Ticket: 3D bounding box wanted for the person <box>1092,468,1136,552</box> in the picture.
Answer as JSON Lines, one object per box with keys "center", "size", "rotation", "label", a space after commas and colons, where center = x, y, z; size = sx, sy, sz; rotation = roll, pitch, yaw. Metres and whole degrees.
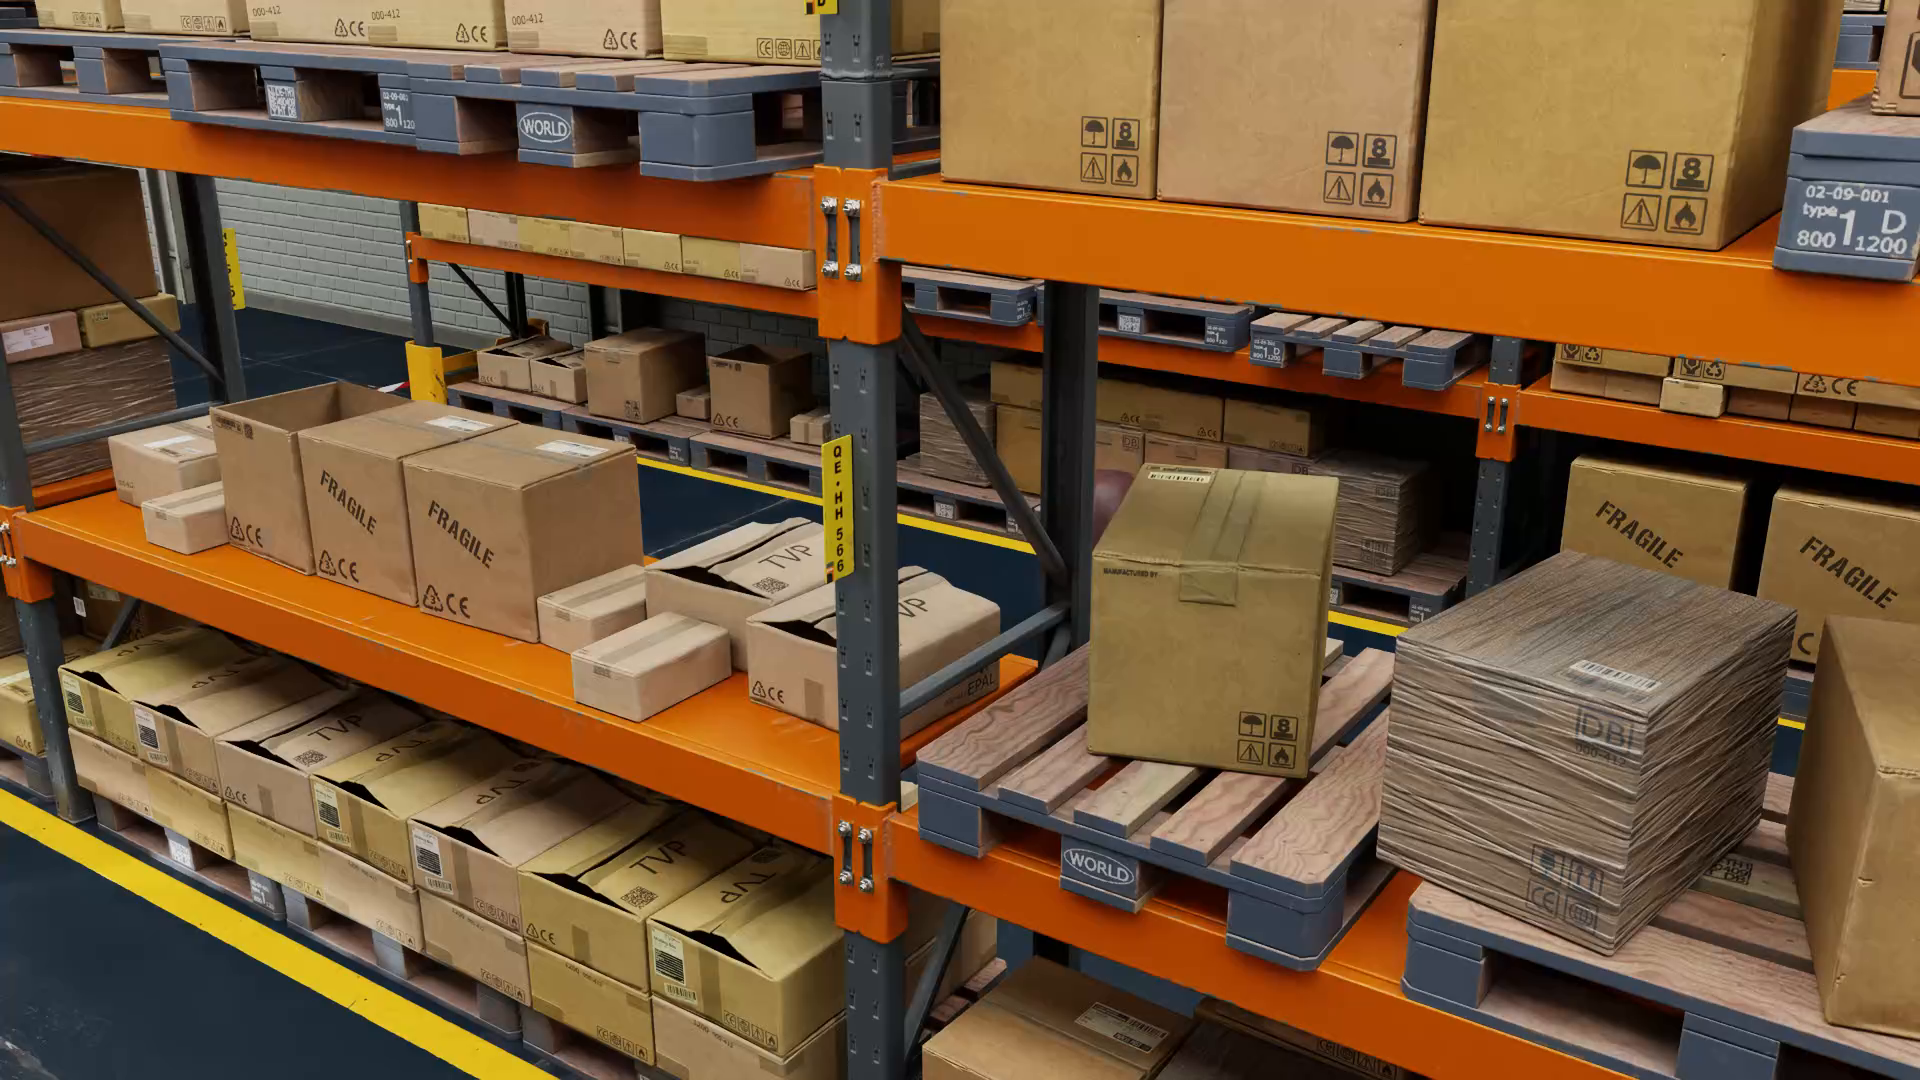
{"center": [0.734, 0.094, 7.990], "size": [0.583, 0.996, 0.942], "rotation": [12, 23, 29], "label": "person"}
